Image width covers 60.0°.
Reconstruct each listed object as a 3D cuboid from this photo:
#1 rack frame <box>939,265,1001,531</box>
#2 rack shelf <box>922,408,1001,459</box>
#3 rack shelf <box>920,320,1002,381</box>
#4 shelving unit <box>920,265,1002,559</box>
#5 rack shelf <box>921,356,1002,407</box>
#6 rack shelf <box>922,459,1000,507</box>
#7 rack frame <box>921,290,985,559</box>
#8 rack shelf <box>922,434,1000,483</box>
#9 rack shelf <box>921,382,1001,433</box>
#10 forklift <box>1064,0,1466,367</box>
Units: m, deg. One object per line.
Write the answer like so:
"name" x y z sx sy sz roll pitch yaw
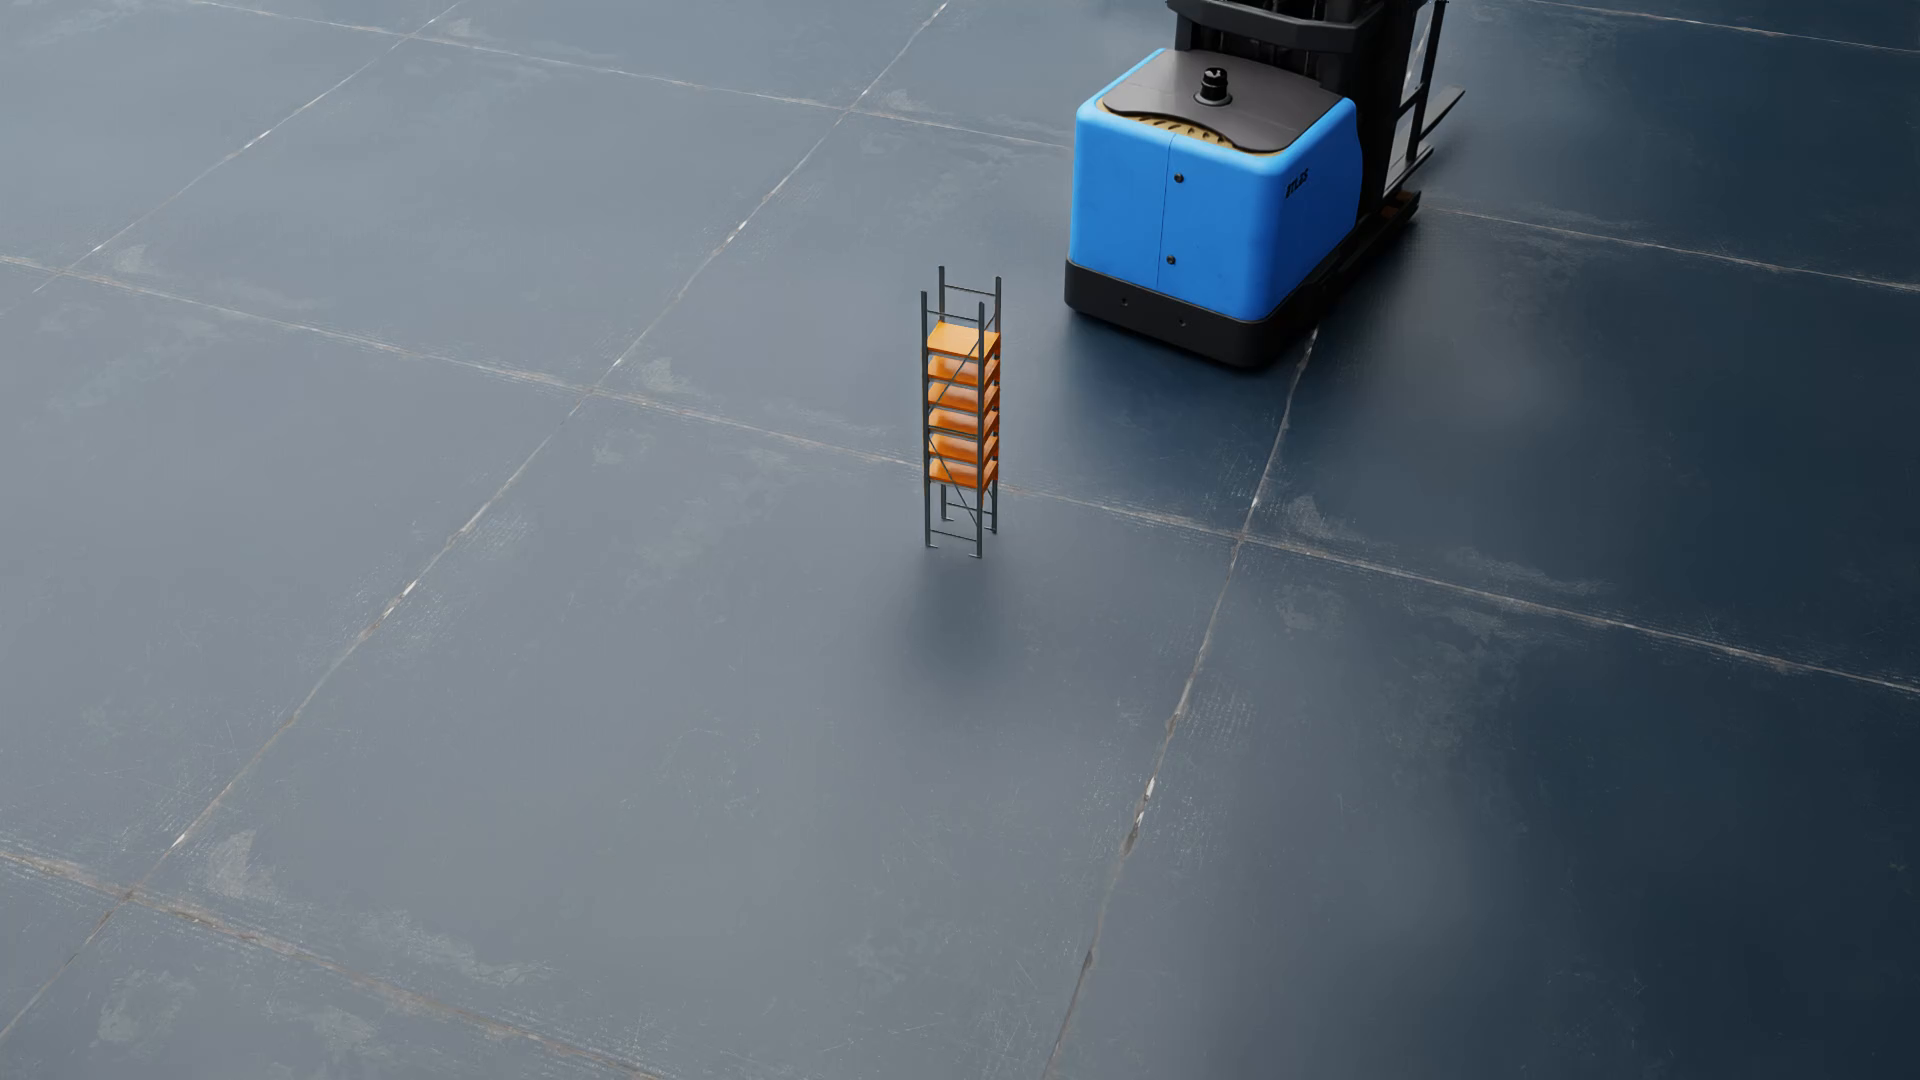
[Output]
"rack frame" 0.036 -0.521 6.436 0.240 1.200 0.006 13 42 15
"rack shelf" 0.005 -0.431 6.400 0.258 0.103 0.180 13 42 15
"rack shelf" 0.005 -0.705 6.166 0.258 0.103 0.180 13 42 15
"shelving unit" 0.005 -0.465 6.371 0.258 1.200 0.189 13 42 15
"rack shelf" 0.005 -0.614 6.244 0.258 0.103 0.180 13 42 15
"rack shelf" 0.005 -0.249 6.556 0.258 0.103 0.180 13 42 15
"rack frame" -0.026 -0.409 6.306 0.240 1.200 0.006 13 42 15
"rack shelf" 0.005 -0.340 6.478 0.258 0.103 0.180 13 42 15
"rack shelf" 0.005 -0.523 6.322 0.258 0.103 0.180 13 42 15
"forklift" 1.741 -2.823 7.801 1.130 2.935 3.031 24 46 25
